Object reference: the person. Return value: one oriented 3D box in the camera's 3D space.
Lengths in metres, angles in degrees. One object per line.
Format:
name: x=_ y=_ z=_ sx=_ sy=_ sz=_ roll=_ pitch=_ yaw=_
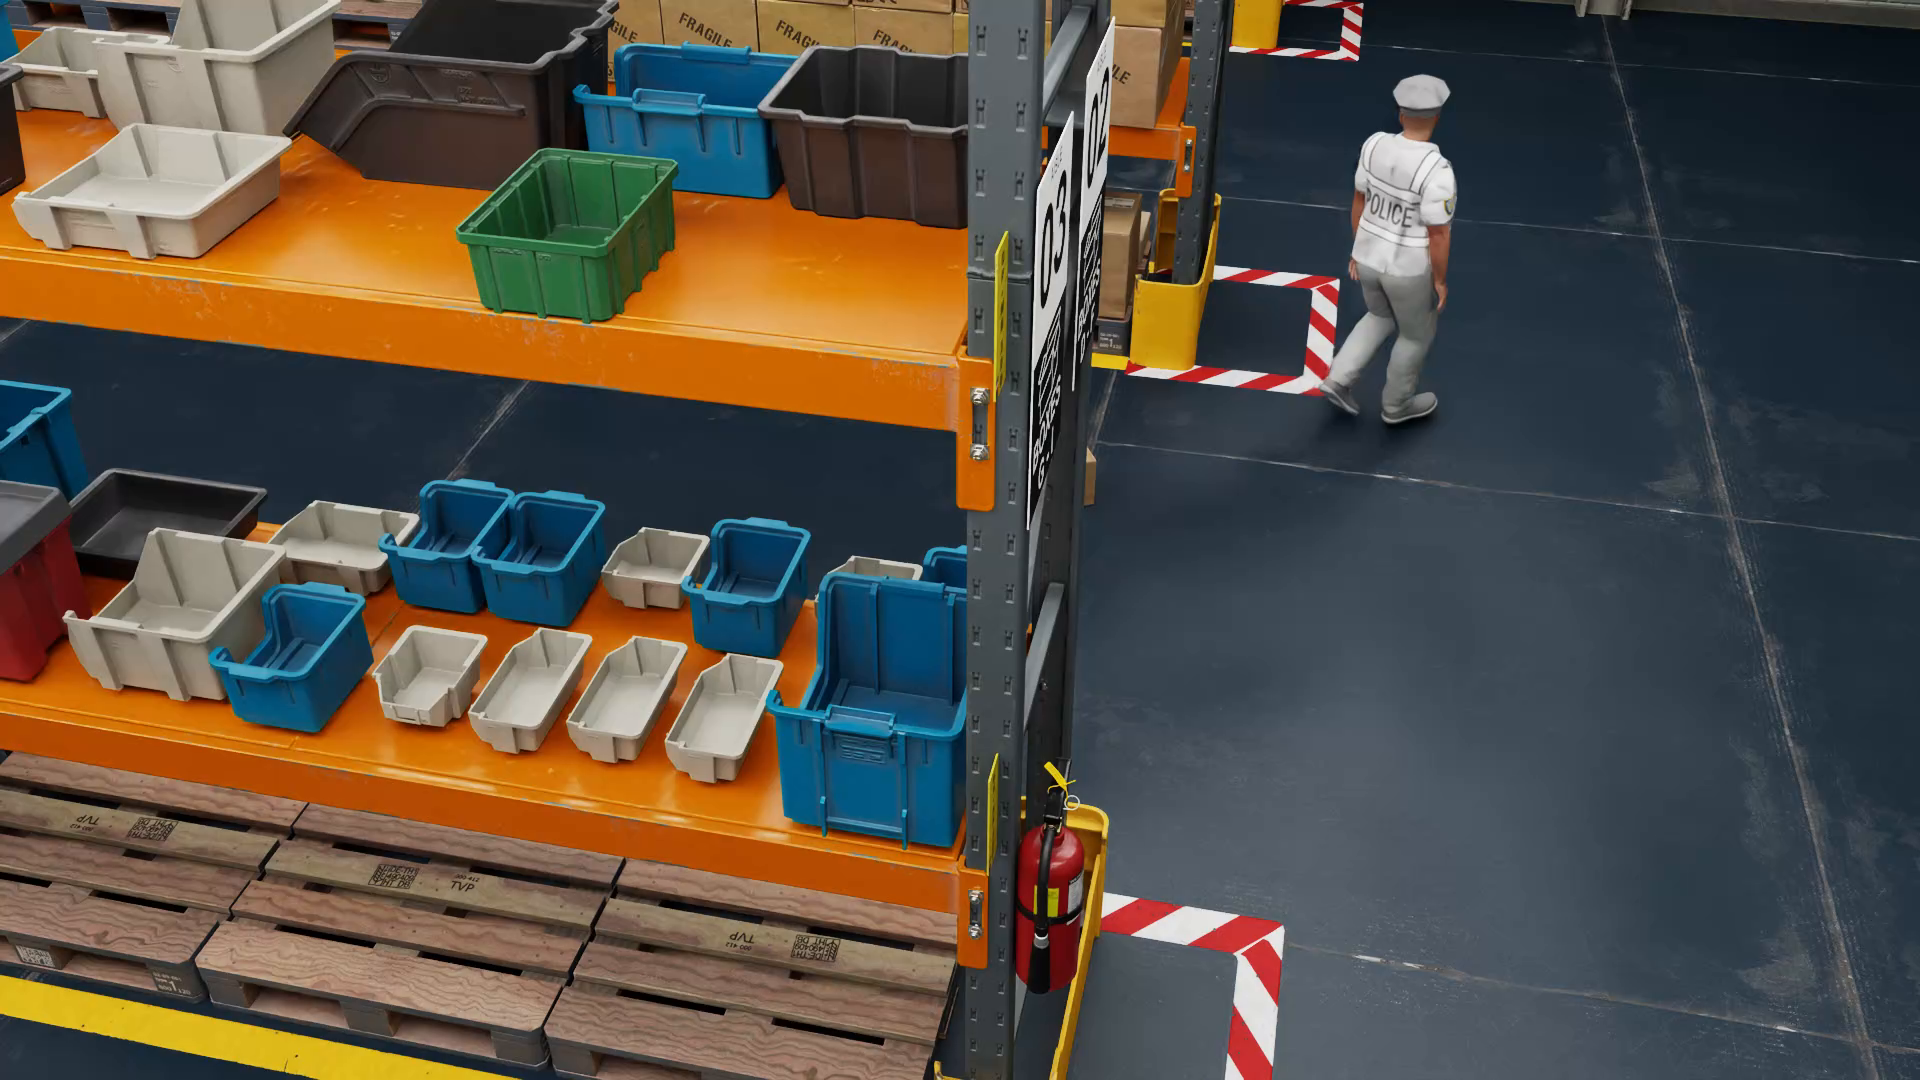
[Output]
person: x=2.114 y=-1.340 z=7.927 sx=0.596 sy=1.760 sz=0.552 roll=-20 pitch=41 yaw=-25
